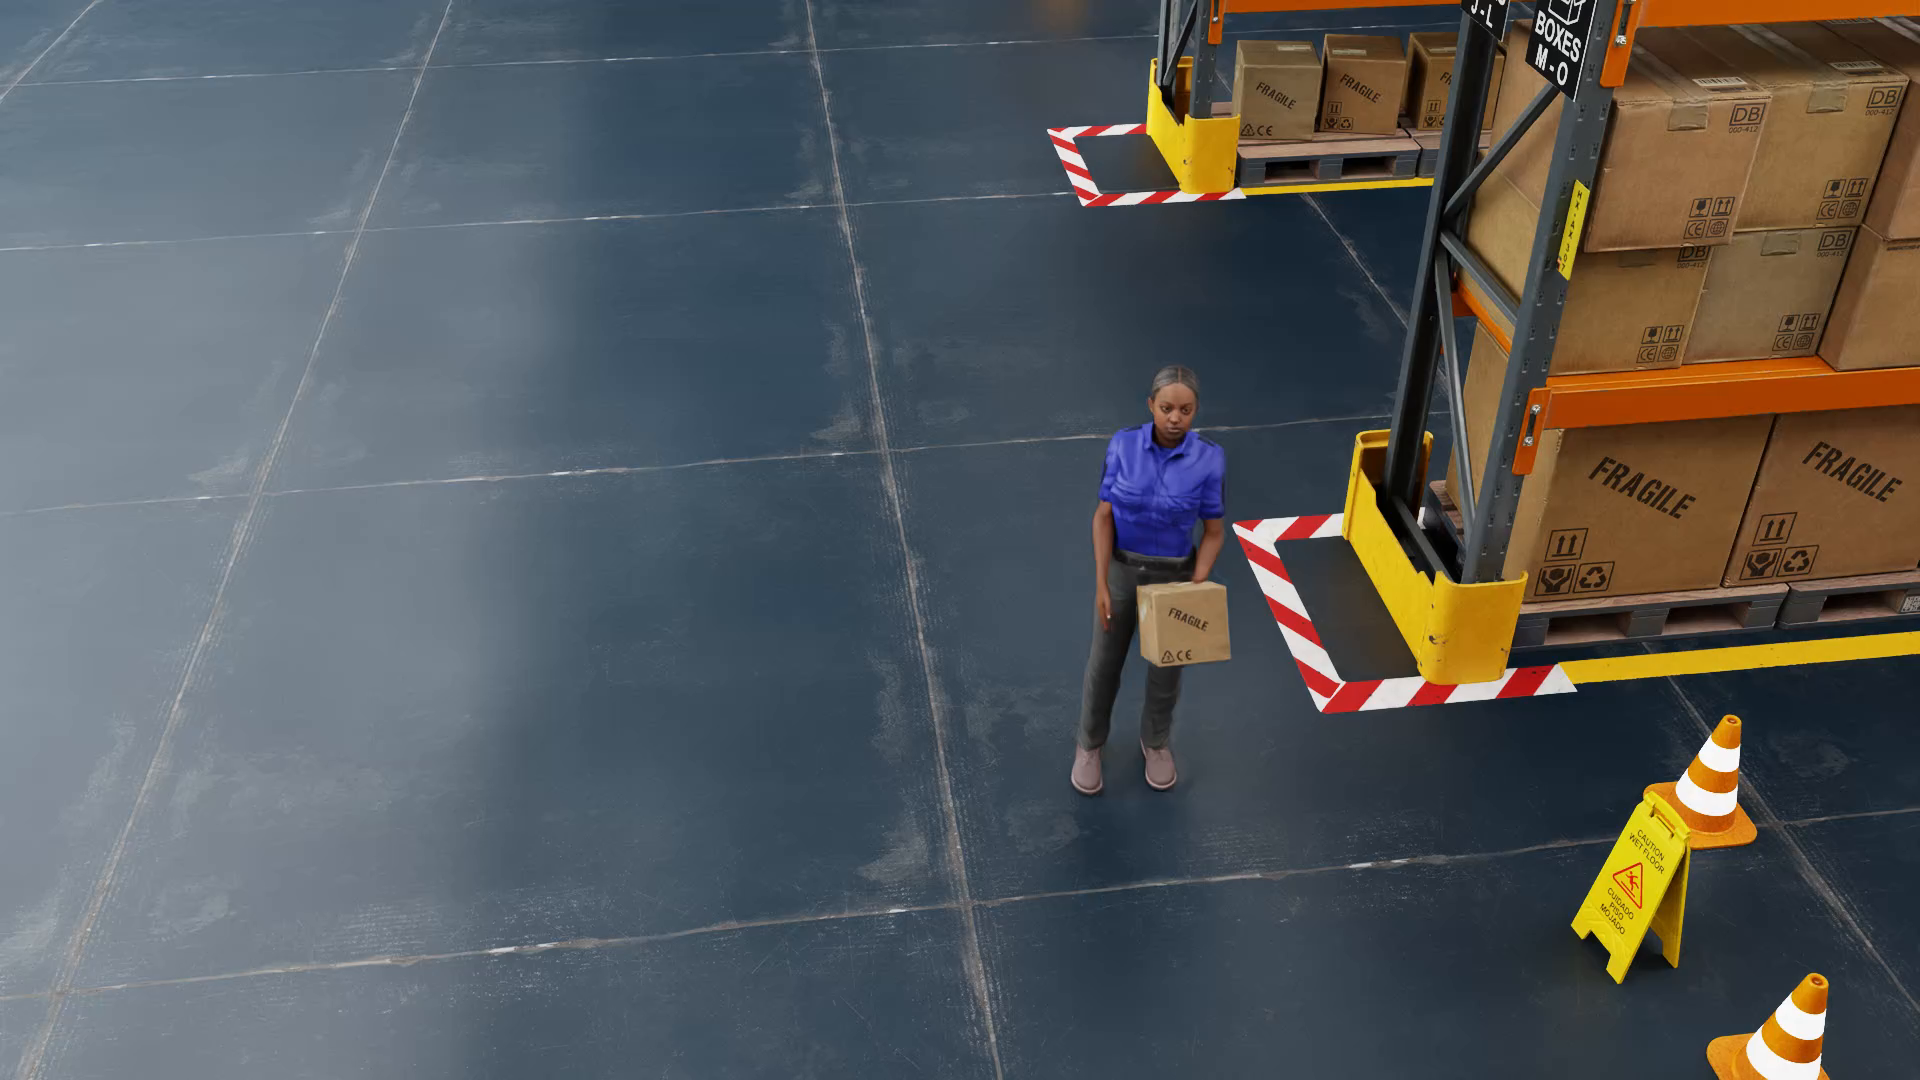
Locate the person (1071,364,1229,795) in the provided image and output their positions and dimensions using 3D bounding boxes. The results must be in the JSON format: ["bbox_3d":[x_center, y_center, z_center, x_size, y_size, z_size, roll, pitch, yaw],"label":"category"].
[{"bbox_3d":[0.678,0.180,5.889,0.475,1.657,0.475,8,36,11],"label":"person"}]
